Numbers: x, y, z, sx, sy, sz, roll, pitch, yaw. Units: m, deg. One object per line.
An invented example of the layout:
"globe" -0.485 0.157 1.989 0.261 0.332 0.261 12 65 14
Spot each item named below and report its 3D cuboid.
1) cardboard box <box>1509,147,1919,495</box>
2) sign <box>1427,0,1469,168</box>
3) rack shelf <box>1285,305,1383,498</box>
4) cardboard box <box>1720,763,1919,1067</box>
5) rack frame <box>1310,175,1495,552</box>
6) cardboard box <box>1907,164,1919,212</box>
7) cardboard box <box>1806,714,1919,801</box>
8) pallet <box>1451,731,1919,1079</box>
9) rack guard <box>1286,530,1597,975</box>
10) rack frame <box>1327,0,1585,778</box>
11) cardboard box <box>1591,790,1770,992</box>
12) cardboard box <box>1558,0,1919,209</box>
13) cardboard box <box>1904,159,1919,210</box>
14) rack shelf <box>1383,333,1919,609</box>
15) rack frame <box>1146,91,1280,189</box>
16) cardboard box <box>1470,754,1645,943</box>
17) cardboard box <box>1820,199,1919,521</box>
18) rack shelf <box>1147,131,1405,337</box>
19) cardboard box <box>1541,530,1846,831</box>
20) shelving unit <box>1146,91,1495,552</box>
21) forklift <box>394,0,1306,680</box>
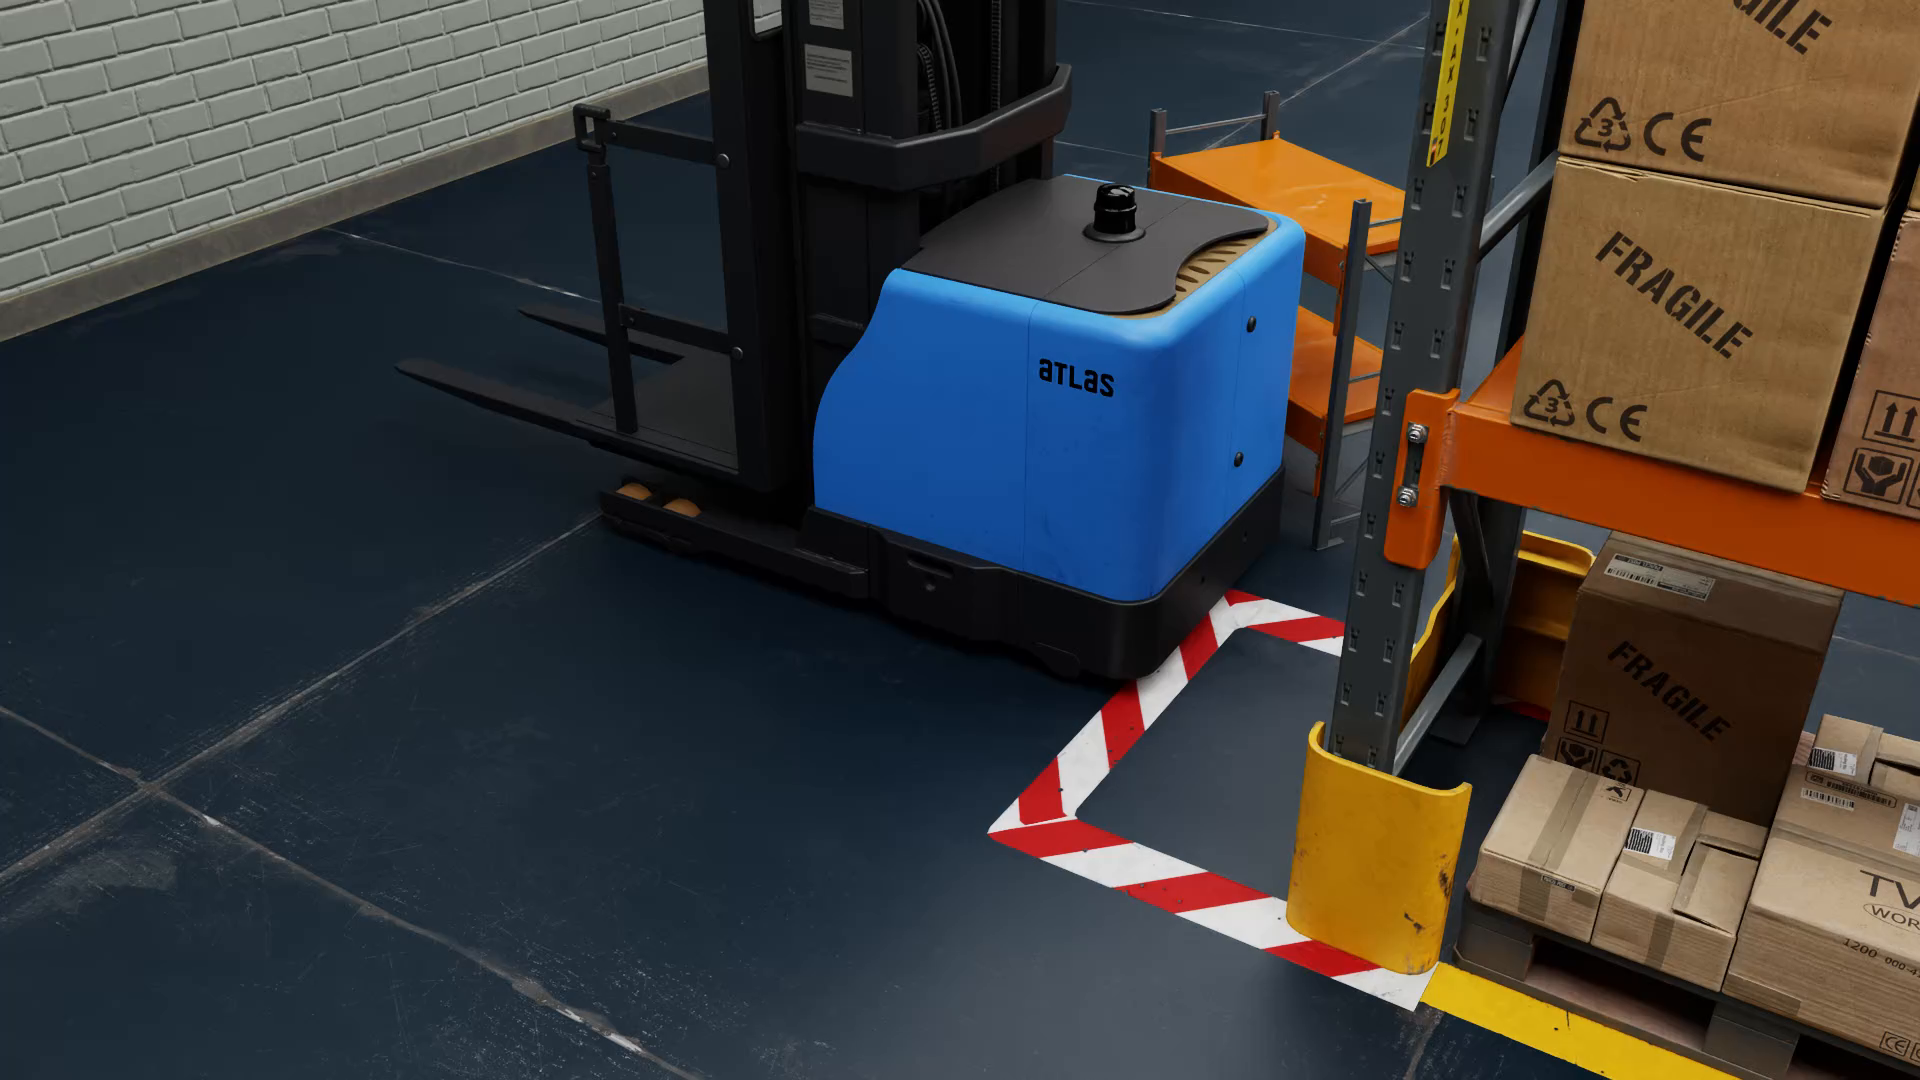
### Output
"cardboard box" 1.343 -0.462 2.966 0.500 0.500 0.500 18 35 28
"sign" 0.819 -0.792 2.772 0.005 0.325 0.100 18 35 27
"rack shelf" 1.088 -0.530 5.528 0.538 0.278 1.000 -15 33 -24
"cardboard box" 1.841 0.748 3.283 0.500 0.250 0.500 18 35 27
"rack frame" 1.326 -0.515 5.017 0.500 1.125 0.032 -15 33 -24
"cardboard box" 1.790 -0.757 2.479 0.500 0.500 0.500 18 35 28
"cardboard box" 1.994 0.571 3.669 0.250 0.166 0.380 18 35 27
"pallet" 1.847 0.788 3.690 1.213 0.211 1.003 18 35 27
"rack guard" 1.172 0.450 3.983 0.348 0.500 1.175 18 35 27
"rack frame" 1.107 -0.650 3.388 0.127 3.000 1.000 18 35 27
"cardboard box" 1.491 0.709 3.432 0.250 0.166 0.380 18 35 27
"cardboard box" 1.343 -0.894 2.714 0.500 0.500 0.500 19 35 29
"cardboard box" 1.631 -0.690 3.356 0.500 0.500 0.500 19 35 29
"rack shelf" 2.801 0.196 2.651 4.000 0.370 1.077 18 35 27
"rack frame" 0.849 -0.968 5.793 0.500 1.125 0.032 -15 33 -24
"cardboard box" 1.279 0.650 3.551 0.250 0.149 0.380 18 35 27
"cardboard box" 1.783 -0.326 2.733 0.500 0.500 0.500 17 34 27
"rack shelf" 1.088 -0.994 5.257 0.538 0.278 1.000 -15 33 -24
"cardboard box" 1.699 0.280 3.837 0.500 0.500 0.500 18 35 27
"shelving unit" 1.088 -0.742 5.405 0.538 1.125 1.048 -15 33 -24
"forklift" -0.536 -1.433 4.797 3.031 2.935 1.130 17 34 27
